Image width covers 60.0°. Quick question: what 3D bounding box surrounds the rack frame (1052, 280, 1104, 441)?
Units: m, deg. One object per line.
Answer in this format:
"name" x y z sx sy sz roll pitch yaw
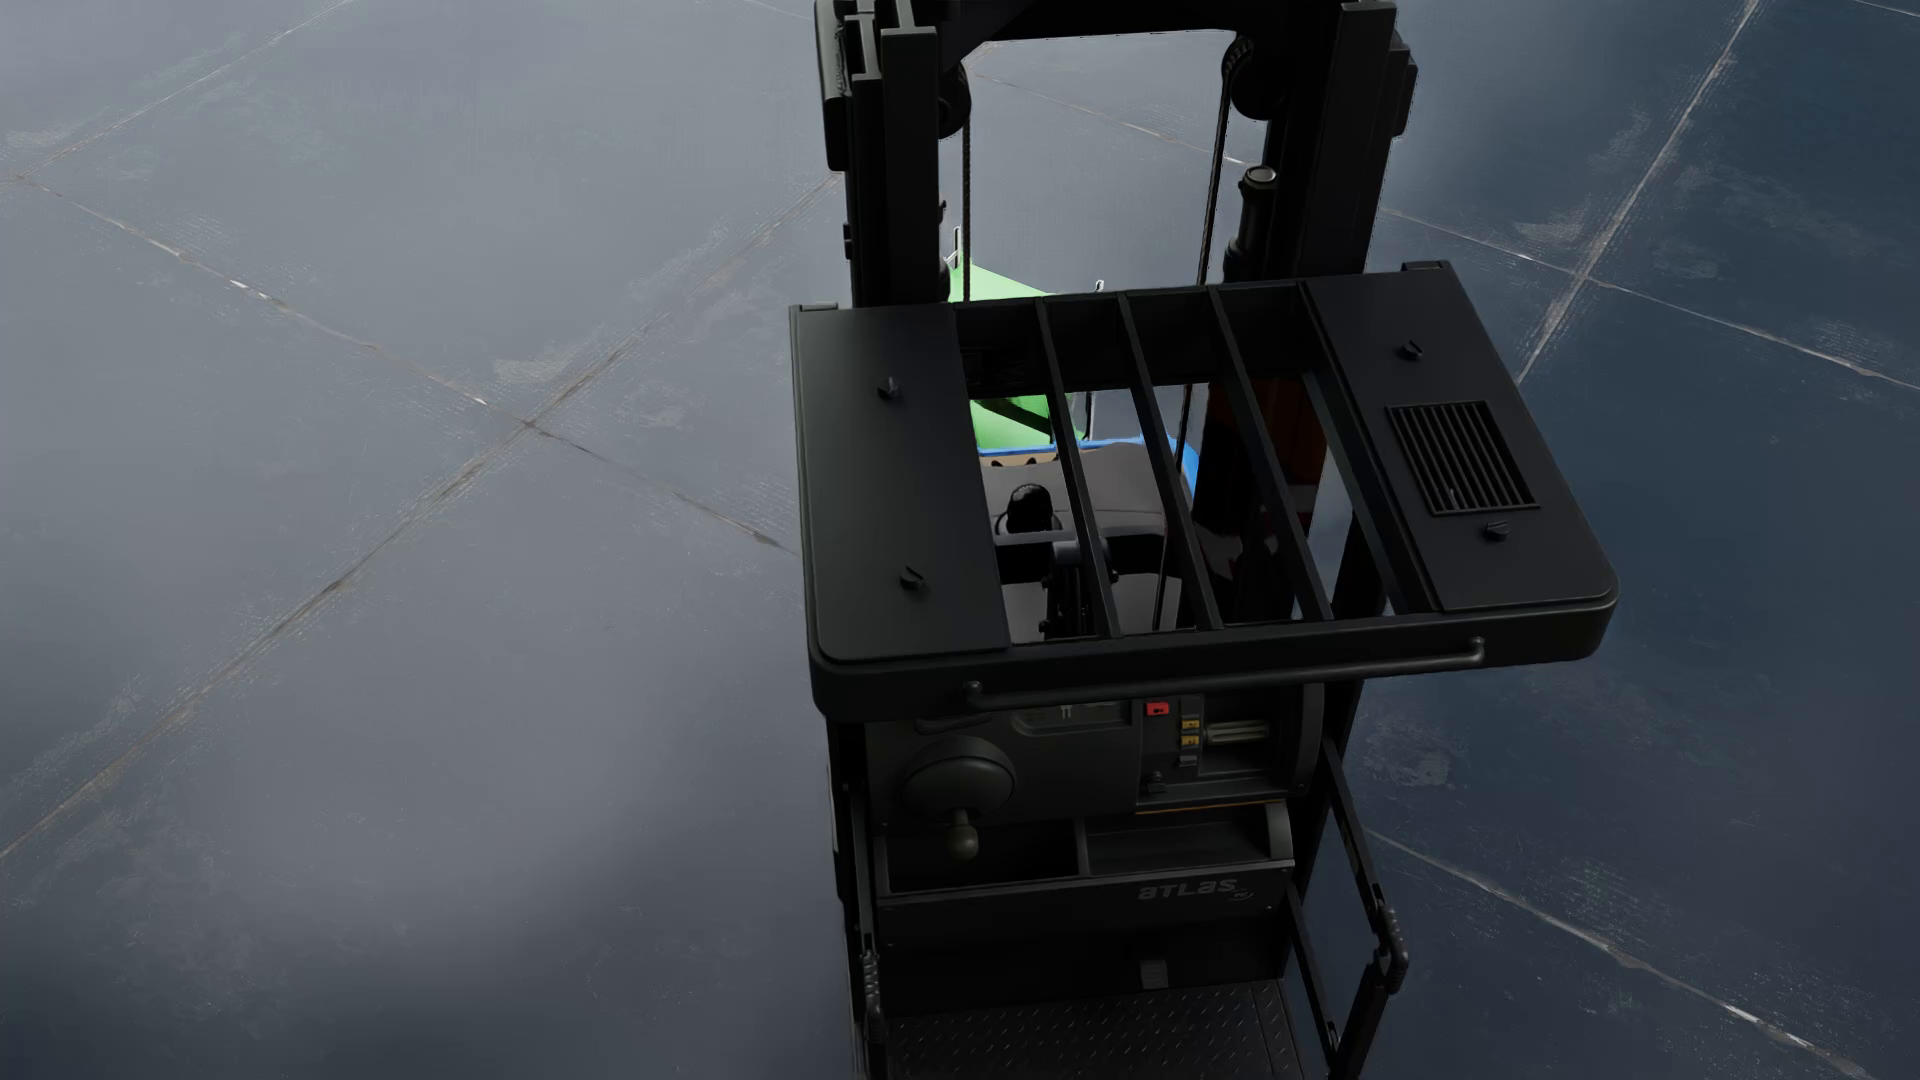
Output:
"rack frame" 0.345 -0.260 5.166 0.015 1.200 0.240 25 51 22

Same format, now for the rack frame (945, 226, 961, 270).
"rack frame" -0.066 -0.449 5.349 0.015 1.200 0.240 25 51 22

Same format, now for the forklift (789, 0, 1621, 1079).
"forklift" 0.299 0.516 3.205 1.130 2.935 3.031 -5 46 -4

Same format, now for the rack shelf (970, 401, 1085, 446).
"rack shelf" 0.139 -0.310 5.303 0.480 0.148 0.258 25 51 22

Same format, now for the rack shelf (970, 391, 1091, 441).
"rack shelf" 0.139 -0.477 5.131 0.480 0.148 0.258 25 51 22

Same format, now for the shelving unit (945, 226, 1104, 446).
"shelving unit" 0.139 -0.354 5.257 0.503 1.200 0.258 25 51 22

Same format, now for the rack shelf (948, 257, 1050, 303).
"rack shelf" 0.139 -0.644 4.959 0.480 0.148 0.258 25 51 22
